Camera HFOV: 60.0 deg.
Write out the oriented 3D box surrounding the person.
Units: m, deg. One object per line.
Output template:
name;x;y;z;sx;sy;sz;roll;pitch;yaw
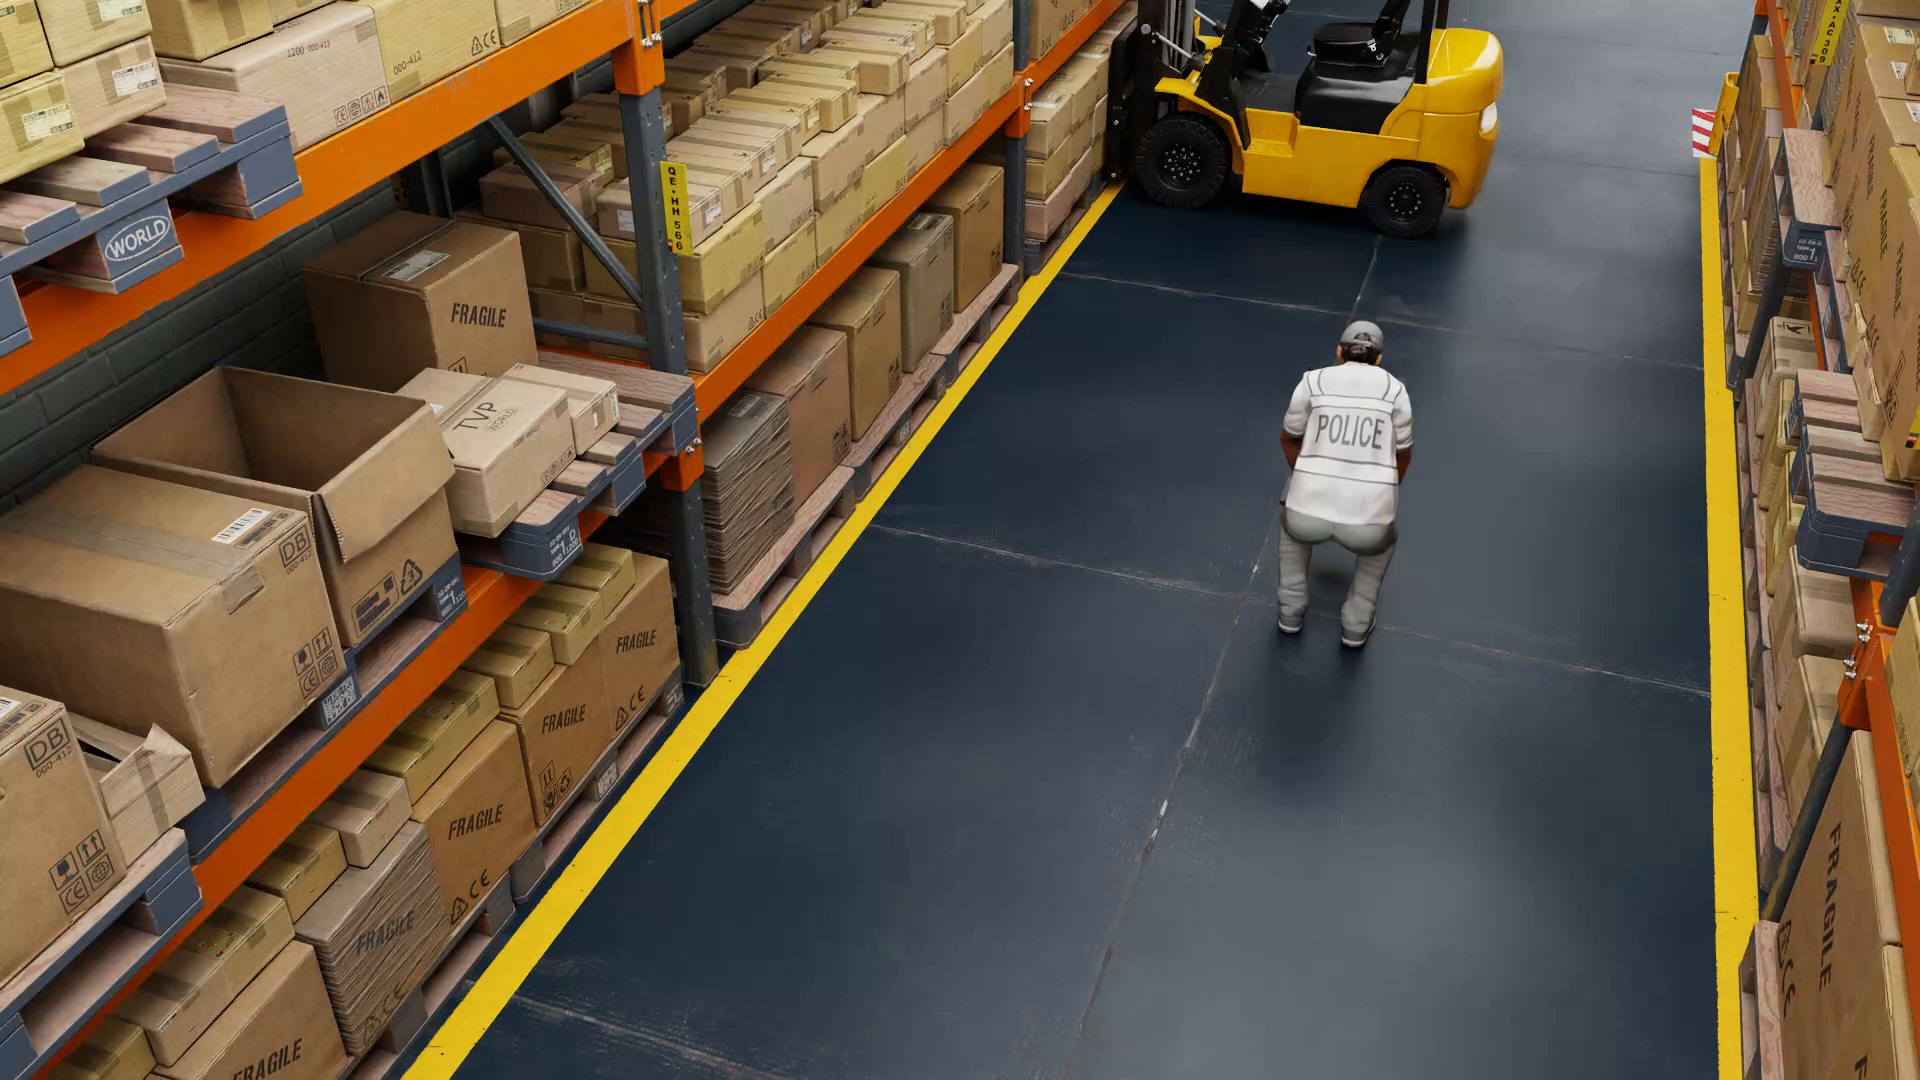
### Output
person;1.552;-0.178;6.850;0.539;1.185;0.811;11;35;16
